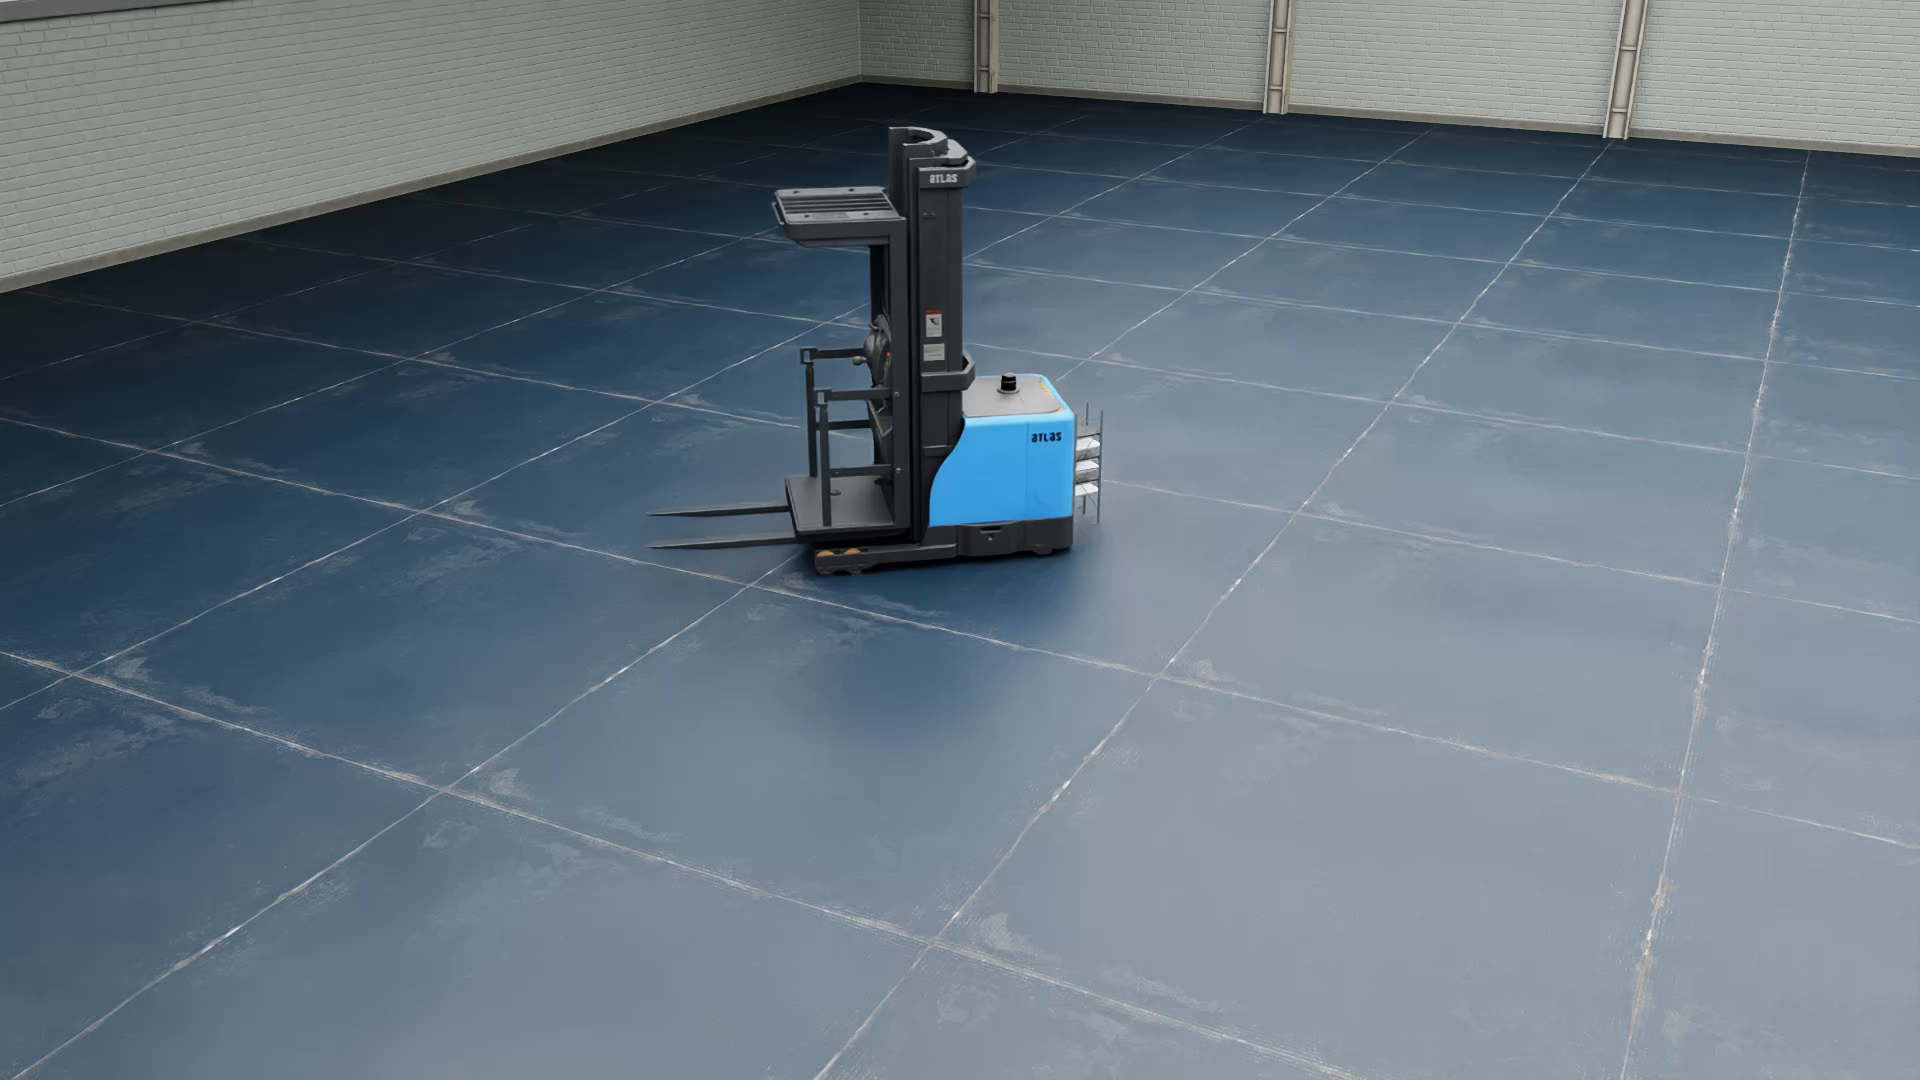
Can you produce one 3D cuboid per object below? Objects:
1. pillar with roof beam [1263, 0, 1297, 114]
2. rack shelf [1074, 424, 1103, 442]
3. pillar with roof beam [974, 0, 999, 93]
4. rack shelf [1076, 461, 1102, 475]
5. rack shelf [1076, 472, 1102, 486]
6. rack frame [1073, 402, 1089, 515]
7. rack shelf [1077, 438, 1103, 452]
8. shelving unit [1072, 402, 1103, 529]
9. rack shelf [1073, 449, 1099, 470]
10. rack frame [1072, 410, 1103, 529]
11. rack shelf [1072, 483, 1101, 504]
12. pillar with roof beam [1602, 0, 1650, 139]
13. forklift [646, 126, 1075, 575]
[{"bbox_3d":[3.934,-10.599,25.674,0.400,9.000,9.100,11,25,25],"label":"pillar with roof beam"},{"bbox_3d":[0.898,-0.773,12.313,0.258,0.077,0.200,-11,26,-25],"label":"rack shelf"},{"bbox_3d":[-1.421,-11.658,28.165,0.400,9.000,9.100,11,25,25],"label":"pillar with roof beam"},{"bbox_3d":[0.898,-0.524,12.419,0.258,0.077,0.200,-11,26,-25],"label":"rack shelf"},{"bbox_3d":[0.898,-0.442,12.454,0.258,0.077,0.200,-11,26,-25],"label":"rack shelf"},{"bbox_3d":[0.851,-0.590,12.489,0.240,0.900,0.006,-11,26,-25],"label":"rack frame"},{"bbox_3d":[0.898,-0.690,12.348,0.258,0.077,0.200,-11,26,-25],"label":"rack shelf"},{"bbox_3d":[0.898,-0.555,12.405,0.258,0.900,0.210,-11,26,-25],"label":"shelving unit"},{"bbox_3d":[0.898,-0.607,12.383,0.258,0.077,0.200,-11,26,-25],"label":"rack shelf"},{"bbox_3d":[0.945,-0.520,12.322,0.240,0.900,0.006,-11,26,-25],"label":"rack frame"},{"bbox_3d":[0.898,-0.359,12.489,0.258,0.077,0.200,-11,26,-25],"label":"rack shelf"},{"bbox_3d":[9.288,-9.540,23.183,0.400,9.000,9.100,11,25,25],"label":"pillar with roof beam"},{"bbox_3d":[-0.750,-1.327,11.624,3.031,2.935,1.130,-4,23,-9],"label":"forklift"}]
